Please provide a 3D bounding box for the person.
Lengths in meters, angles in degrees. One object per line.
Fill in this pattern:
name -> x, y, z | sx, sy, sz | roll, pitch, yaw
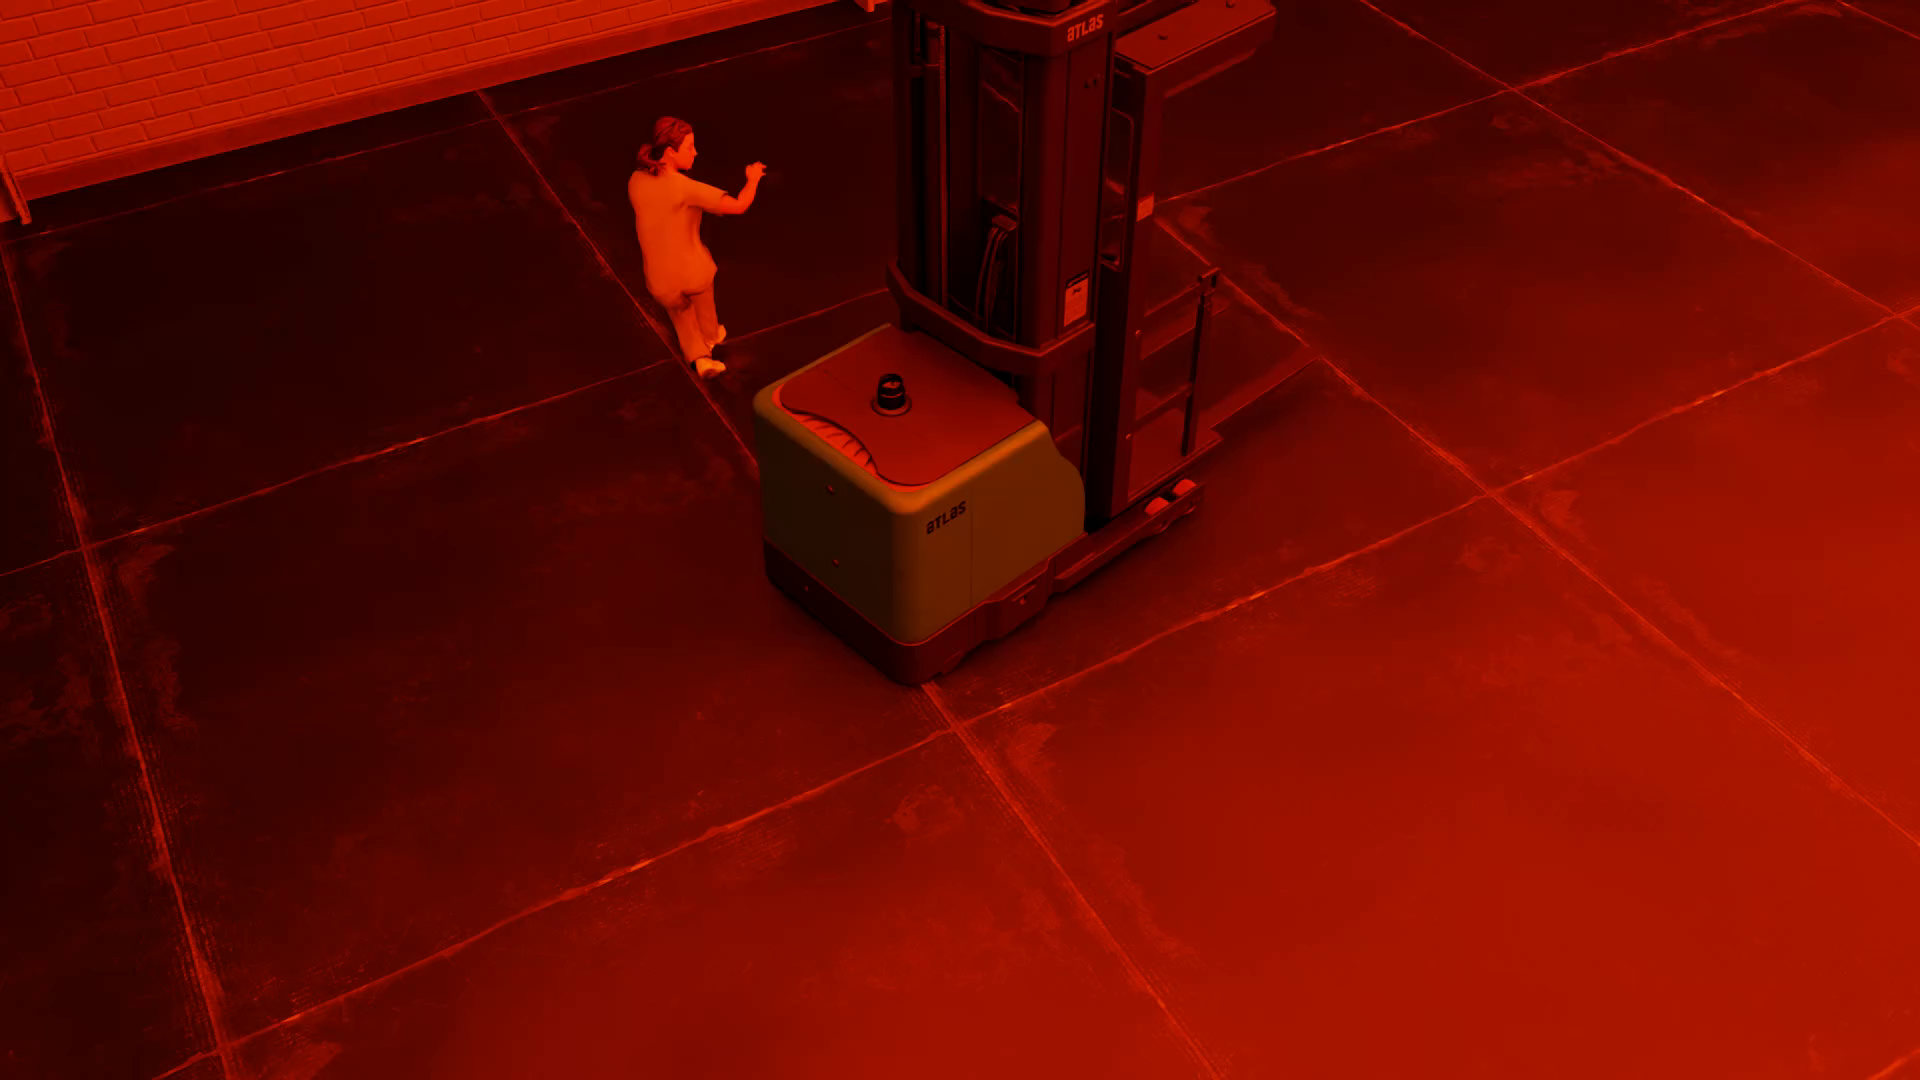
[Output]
person -> -1.311, -1.542, 8.491 | 0.698, 1.383, 1.016 | -1, 43, -1

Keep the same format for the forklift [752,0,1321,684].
forklift -> 0.532, -1.342, 7.145 | 3.031, 2.935, 1.130 | -33, 52, -30
